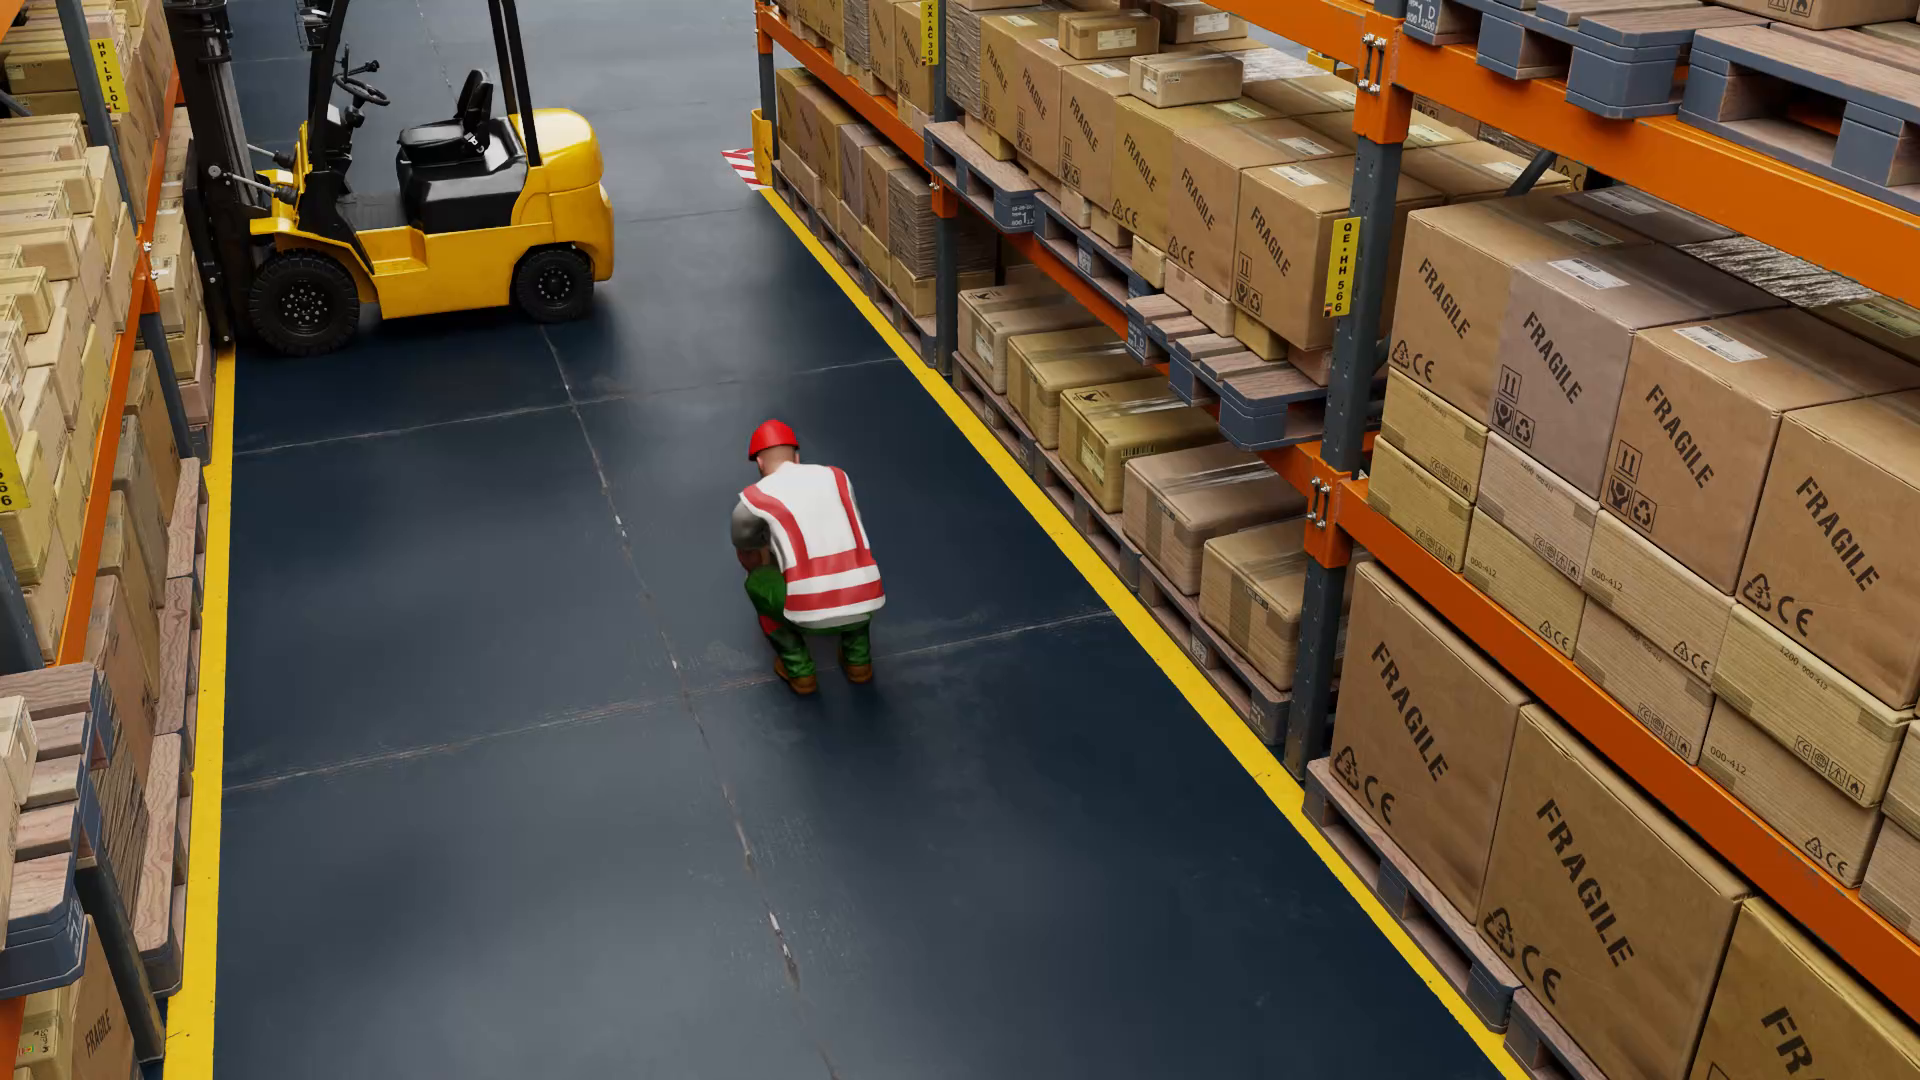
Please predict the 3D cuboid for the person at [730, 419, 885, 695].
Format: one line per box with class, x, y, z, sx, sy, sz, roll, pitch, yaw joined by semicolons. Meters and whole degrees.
person;-0.631;0.065;6.806;0.570;0.990;0.884;-10;31;-17
